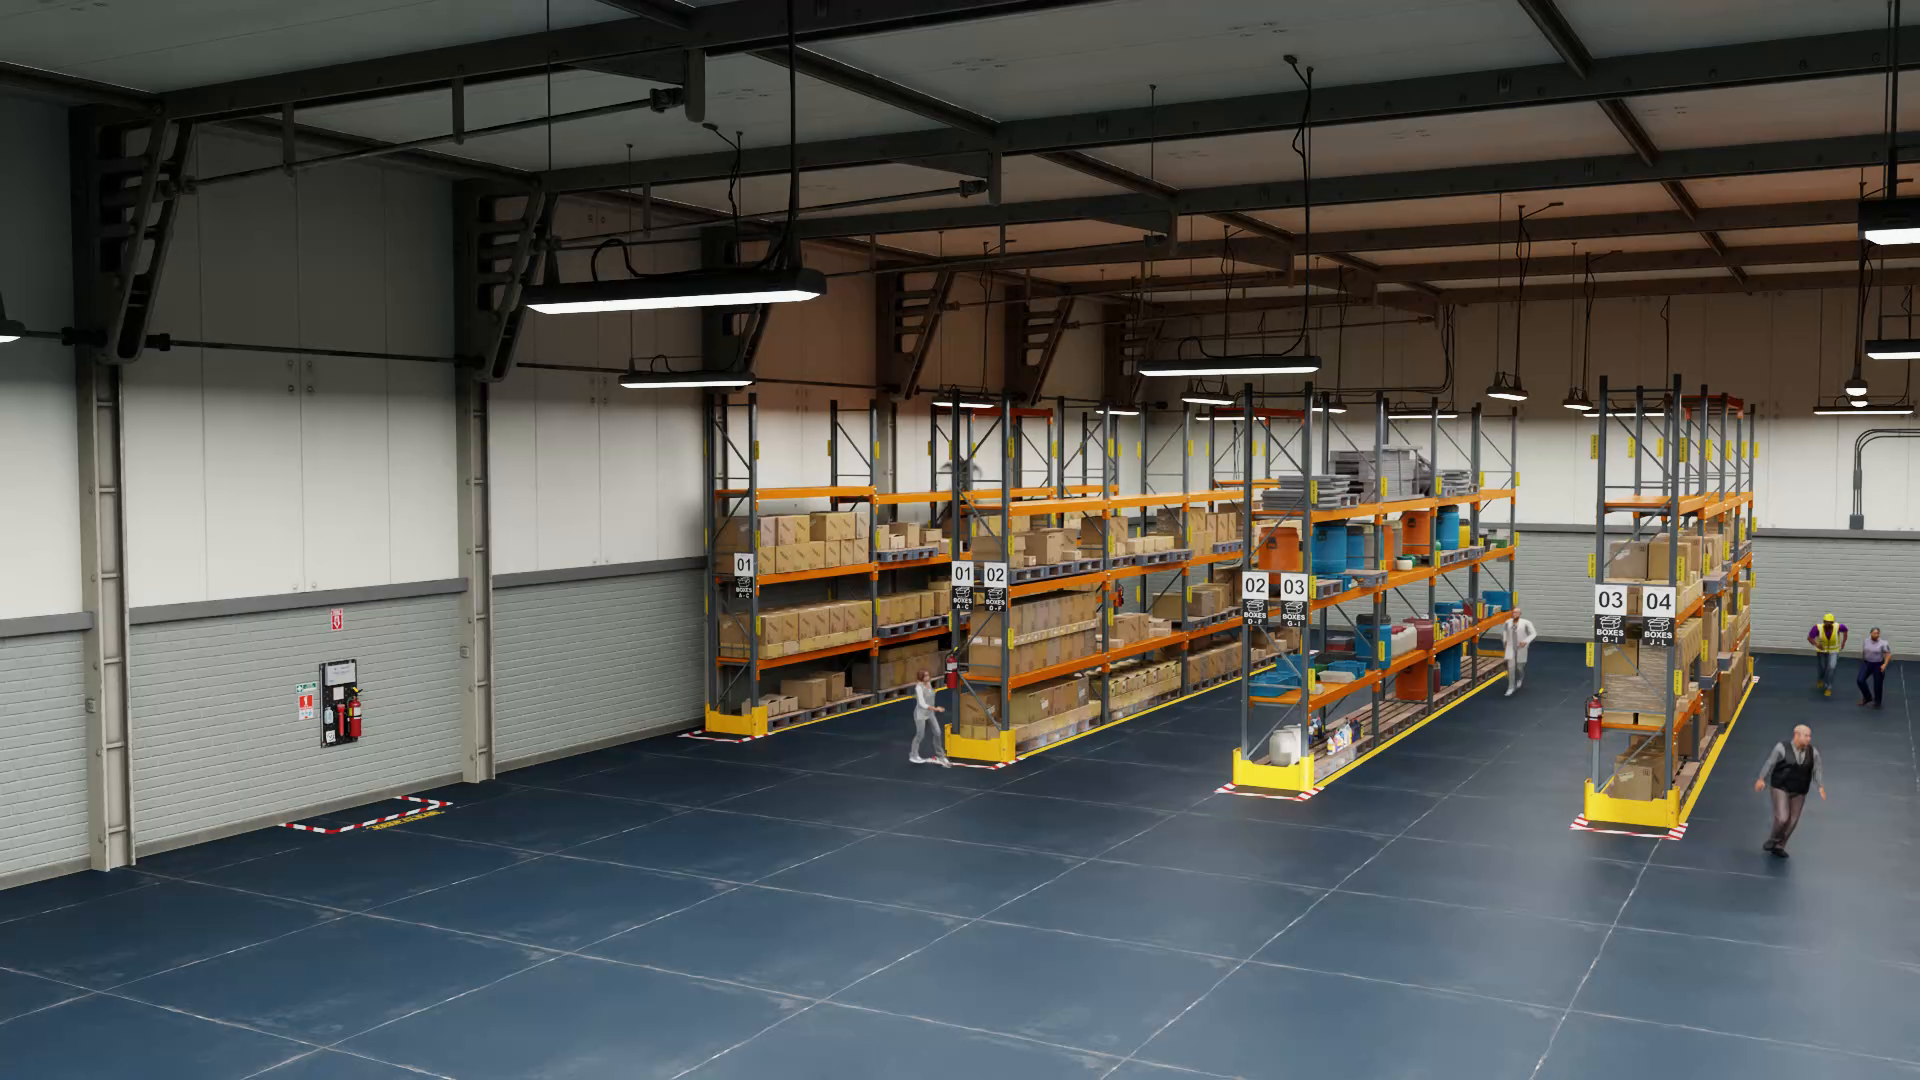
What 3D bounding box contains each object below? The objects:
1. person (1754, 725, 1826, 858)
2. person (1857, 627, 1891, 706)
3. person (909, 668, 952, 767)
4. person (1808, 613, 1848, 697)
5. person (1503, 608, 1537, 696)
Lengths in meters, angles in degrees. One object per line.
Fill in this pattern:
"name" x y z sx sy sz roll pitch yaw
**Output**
"person" 10.146 3.067 20.268 0.654 1.675 0.664 0 3 -1
"person" 17.746 2.460 32.234 0.590 1.572 0.727 3 4 44
"person" -0.540 2.785 26.159 0.713 1.584 0.528 2 4 34
"person" 17.805 2.333 34.164 0.746 1.715 1.047 1 3 17
"person" 11.491 2.373 34.183 0.713 1.603 0.888 2 4 32
